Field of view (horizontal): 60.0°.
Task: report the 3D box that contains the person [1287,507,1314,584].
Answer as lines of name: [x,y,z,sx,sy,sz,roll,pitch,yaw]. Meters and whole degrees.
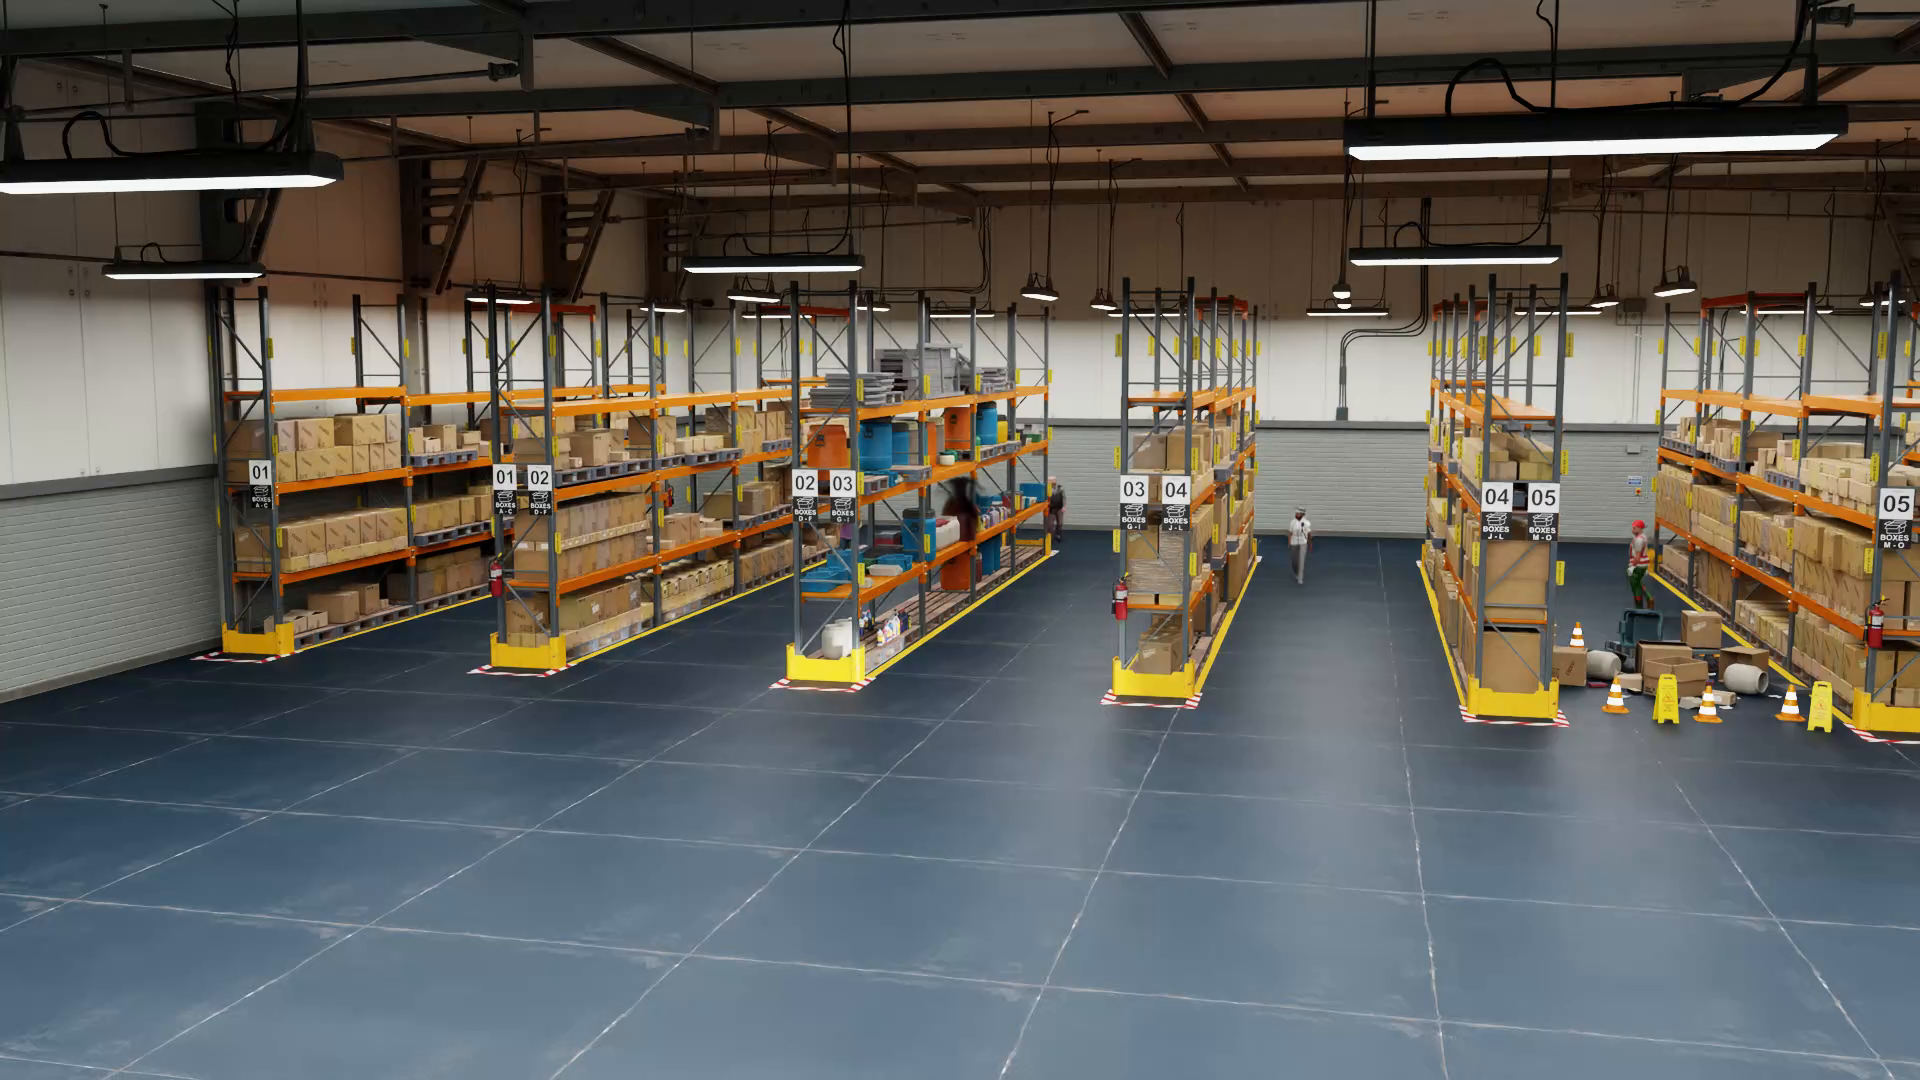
person: [7.302,0.094,35.657,0.547,1.631,0.928,2,7,19]

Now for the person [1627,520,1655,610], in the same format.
person: [12.815,0.508,31.359,0.593,1.785,0.511,-4,8,-33]

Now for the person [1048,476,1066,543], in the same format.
person: [2.457,-0.725,42.865,0.535,1.676,0.391,-2,7,-19]

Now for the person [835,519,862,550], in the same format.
person: [-2.339,-0.032,34.777,0.558,1.571,0.599,2,7,18]
